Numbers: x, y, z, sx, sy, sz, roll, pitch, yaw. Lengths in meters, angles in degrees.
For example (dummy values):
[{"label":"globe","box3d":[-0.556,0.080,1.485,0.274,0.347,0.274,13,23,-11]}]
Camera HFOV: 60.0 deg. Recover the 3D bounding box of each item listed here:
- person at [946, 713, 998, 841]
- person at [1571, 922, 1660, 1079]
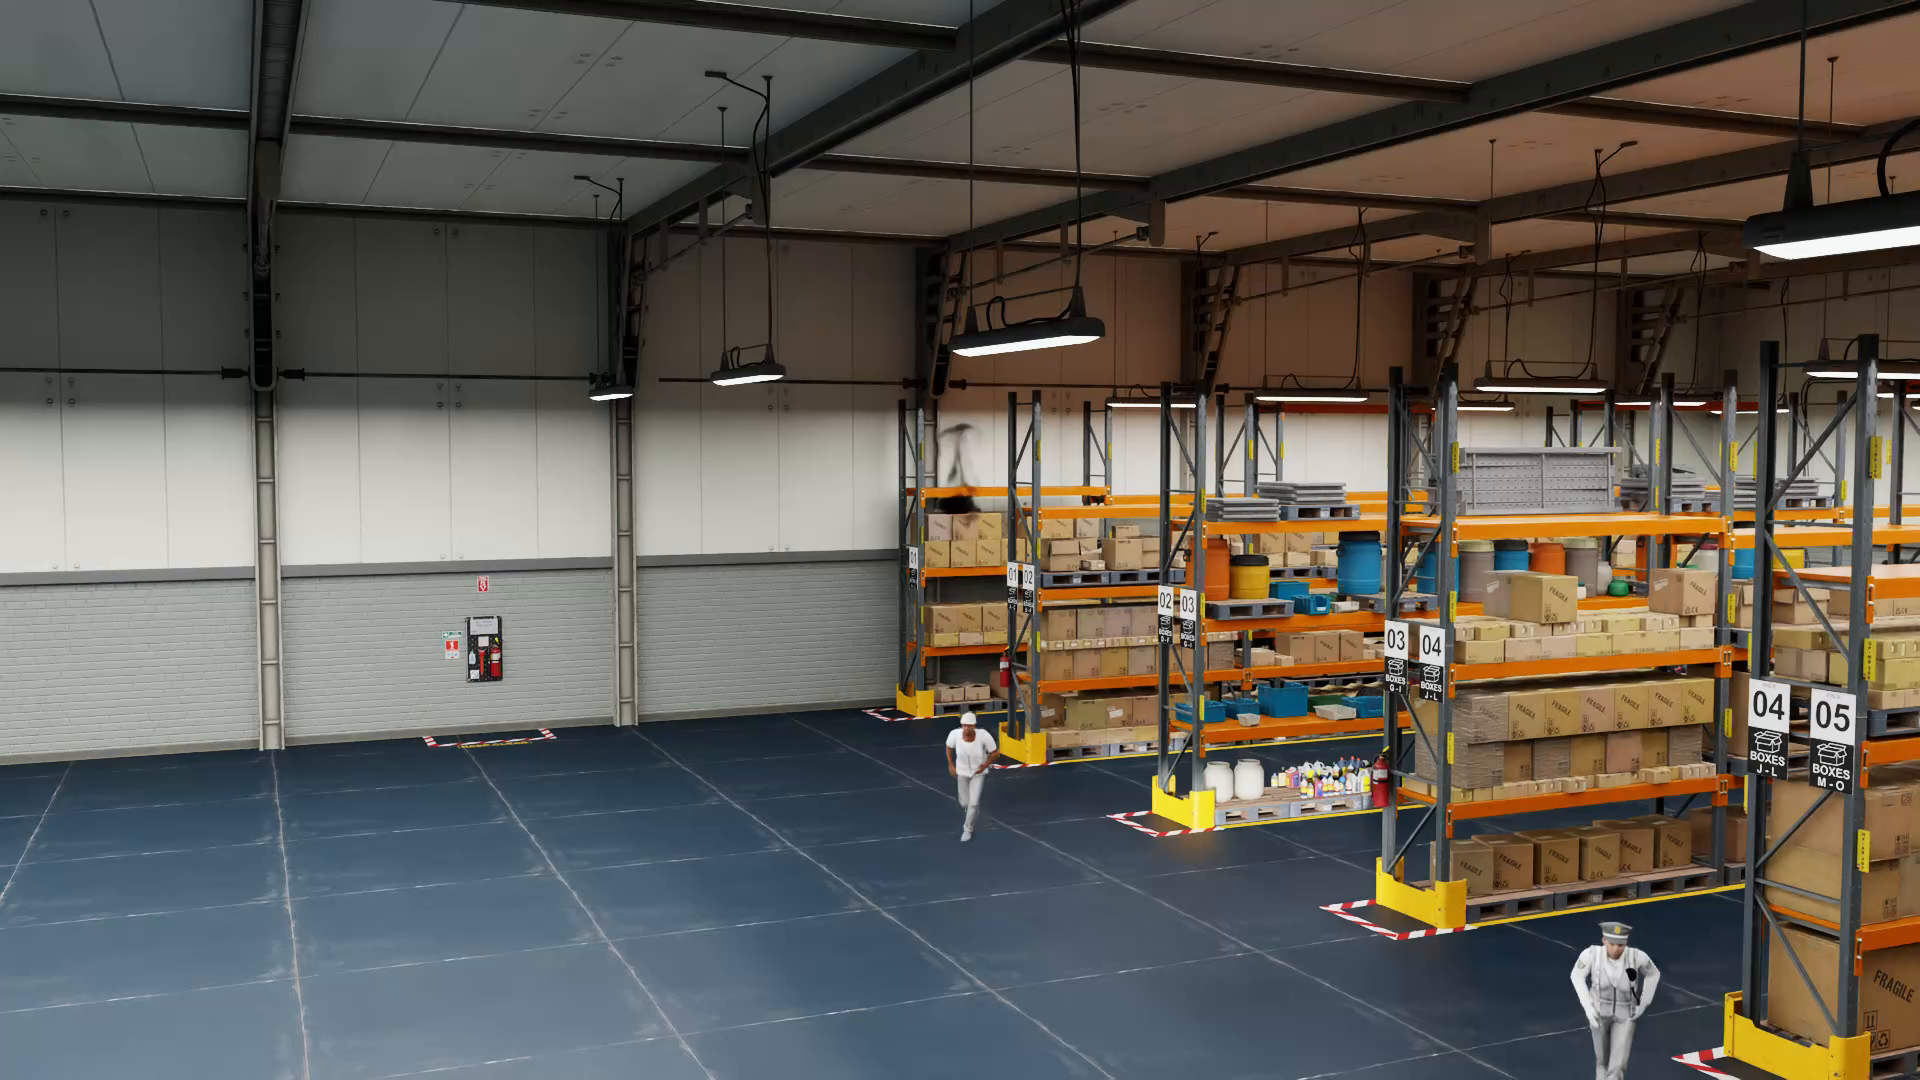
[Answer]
[{"label":"person","box3d":[0.158,3.066,21.752,0.697,1.693,0.838,0,3,7]},{"label":"person","box3d":[5.002,3.639,12.738,0.634,1.630,0.922,1,3,16]}]
